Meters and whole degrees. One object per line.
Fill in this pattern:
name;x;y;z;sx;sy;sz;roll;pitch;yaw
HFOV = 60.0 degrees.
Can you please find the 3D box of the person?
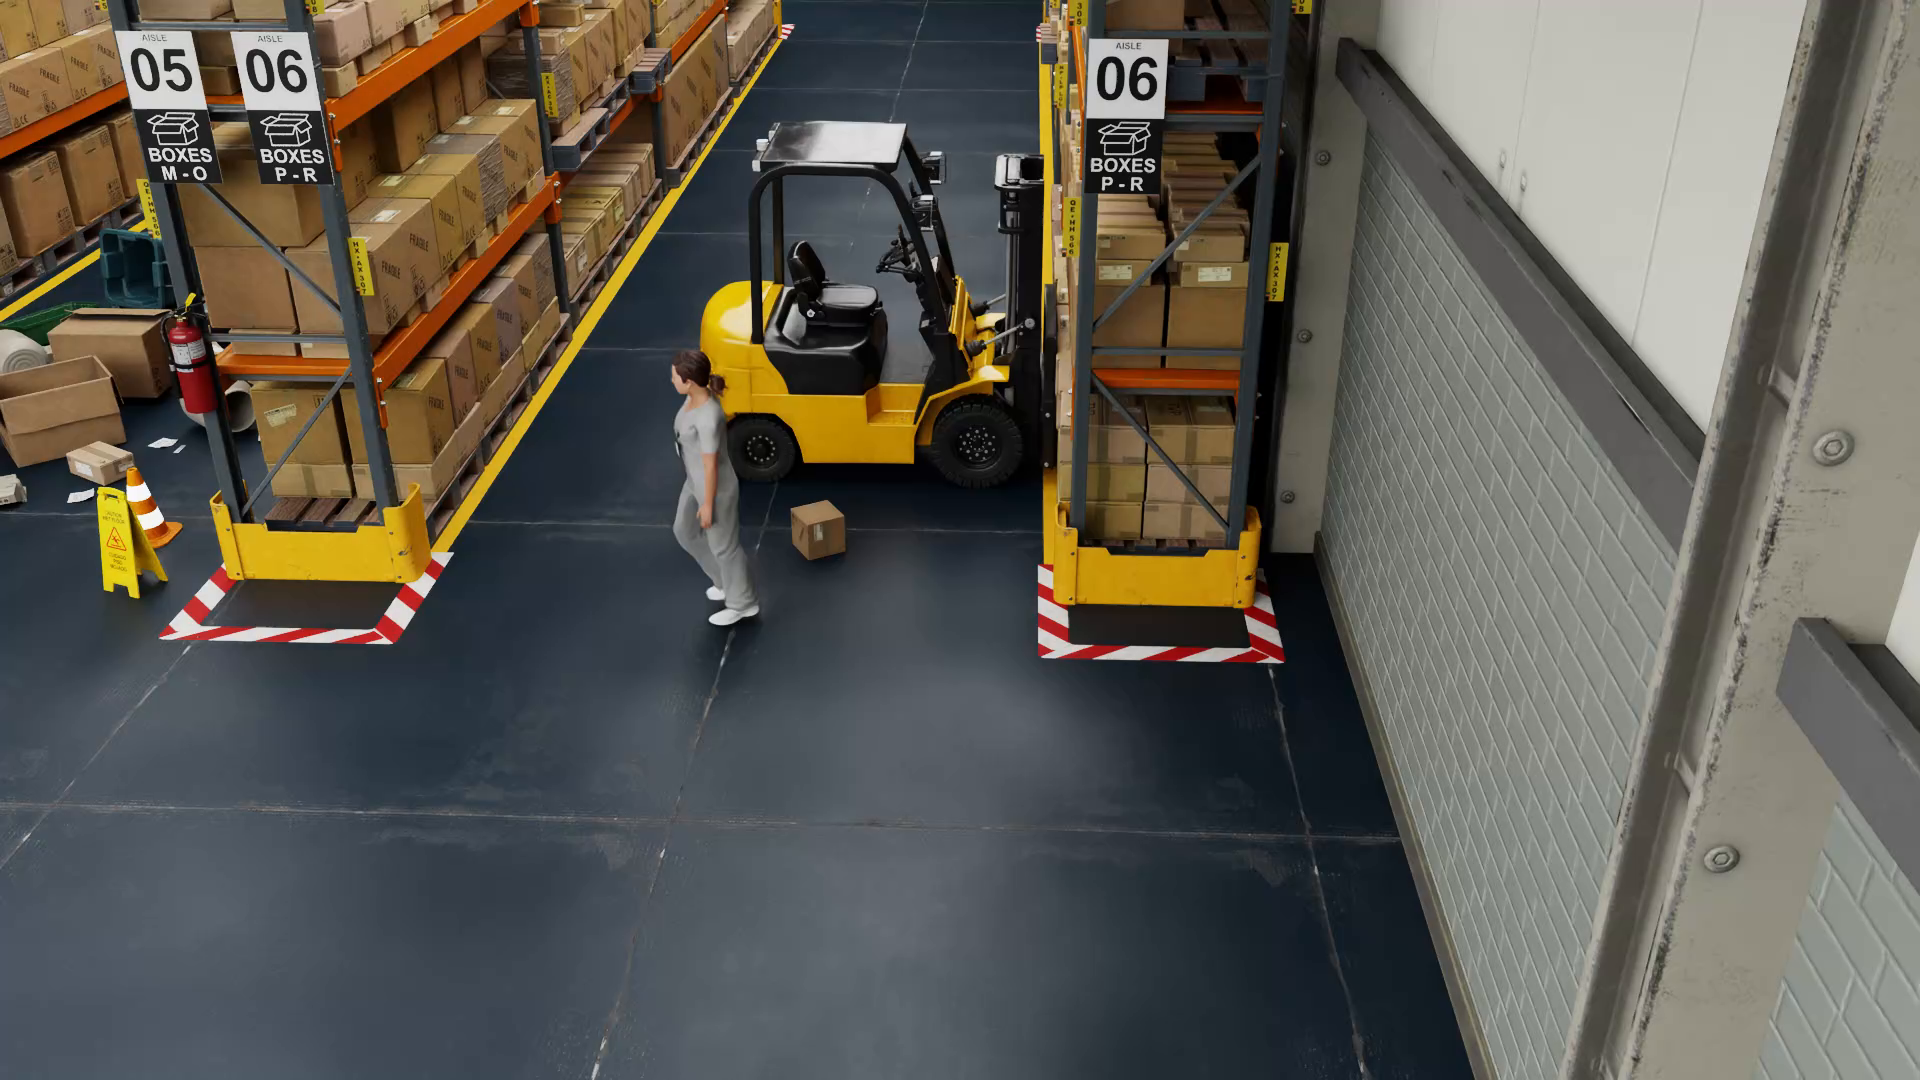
person;-1.359;-0.294;9.129;0.426;1.665;0.520;-10;30;-19
